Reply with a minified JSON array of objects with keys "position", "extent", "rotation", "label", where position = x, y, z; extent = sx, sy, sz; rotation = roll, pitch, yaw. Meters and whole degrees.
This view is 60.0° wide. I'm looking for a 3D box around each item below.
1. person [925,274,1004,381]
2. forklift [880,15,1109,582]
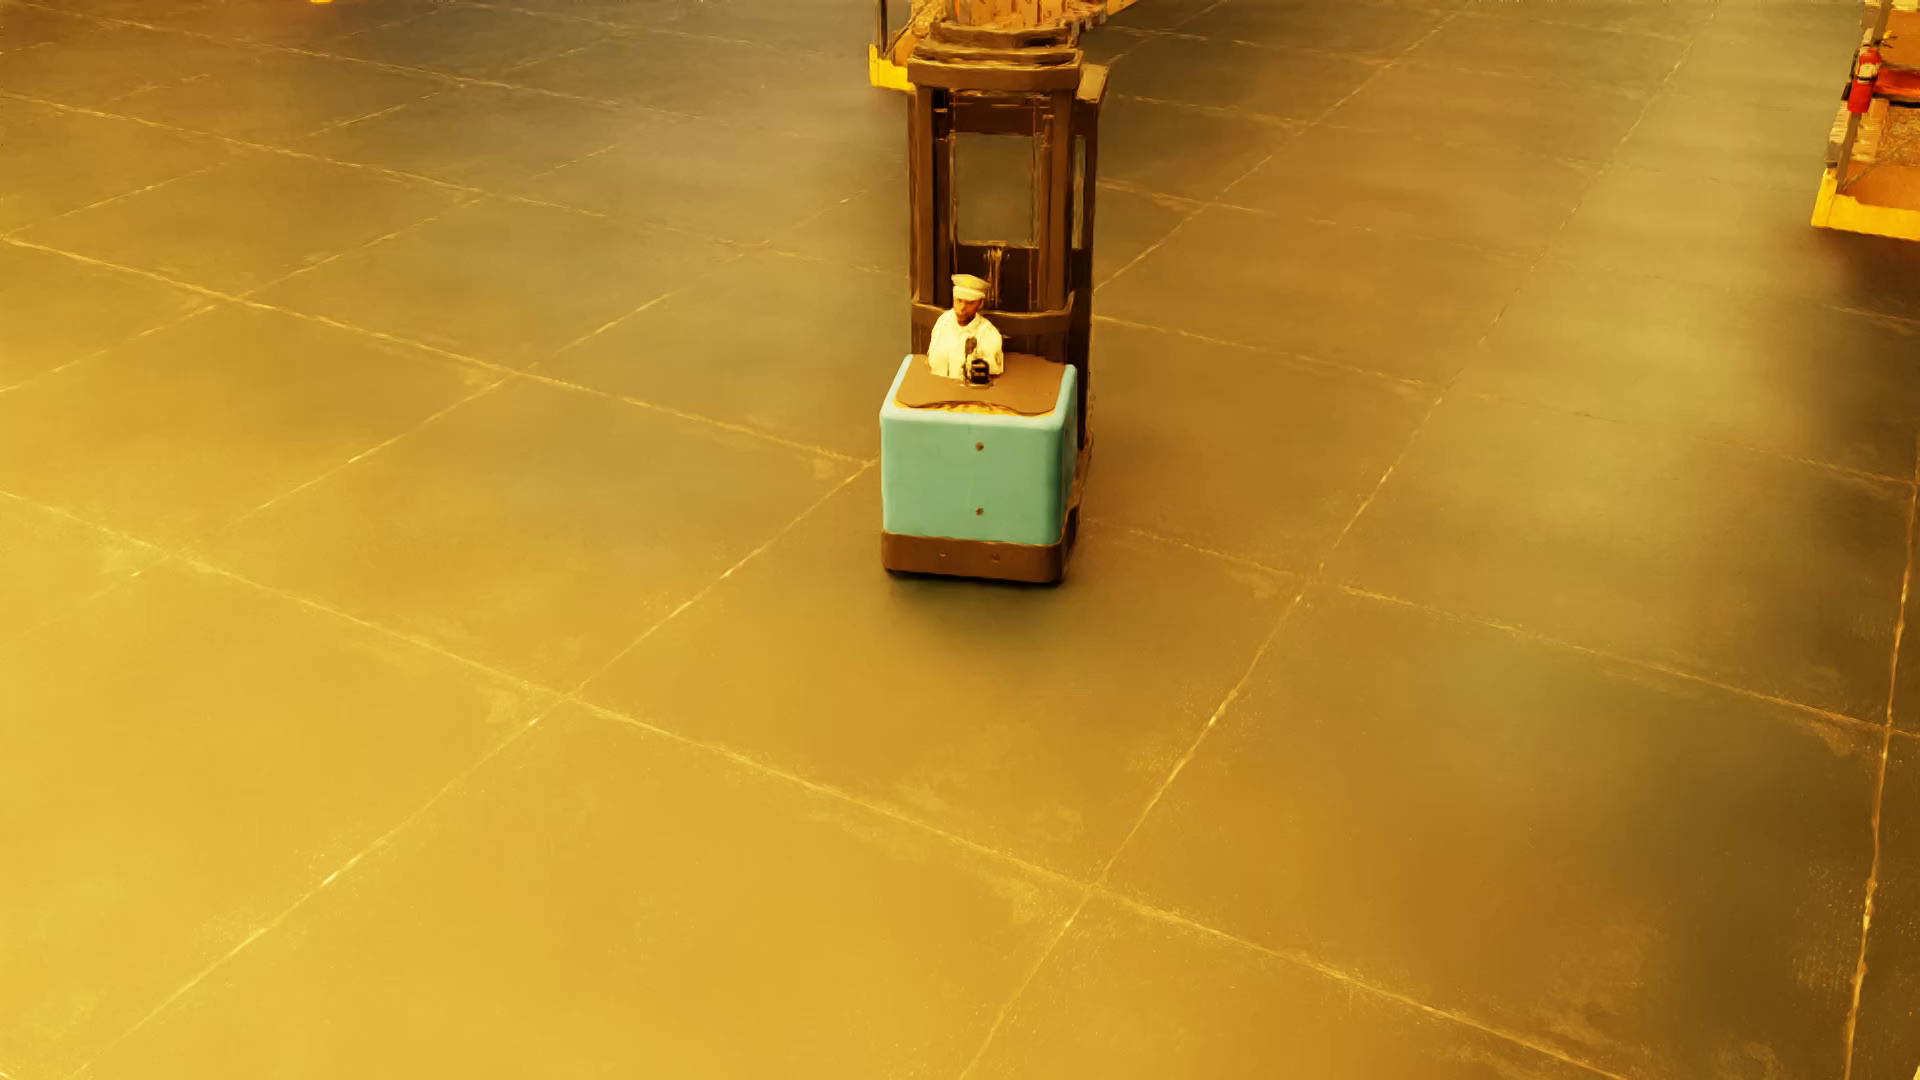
[{"position":[-0.054,-0.712,9.528],"extent":[0.571,1.693,0.532],"rotation":[15,33,25],"label":"person"},{"position":[0.284,-1.747,10.098],"extent":[1.130,2.935,3.031],"rotation":[4,30,8],"label":"forklift"}]
